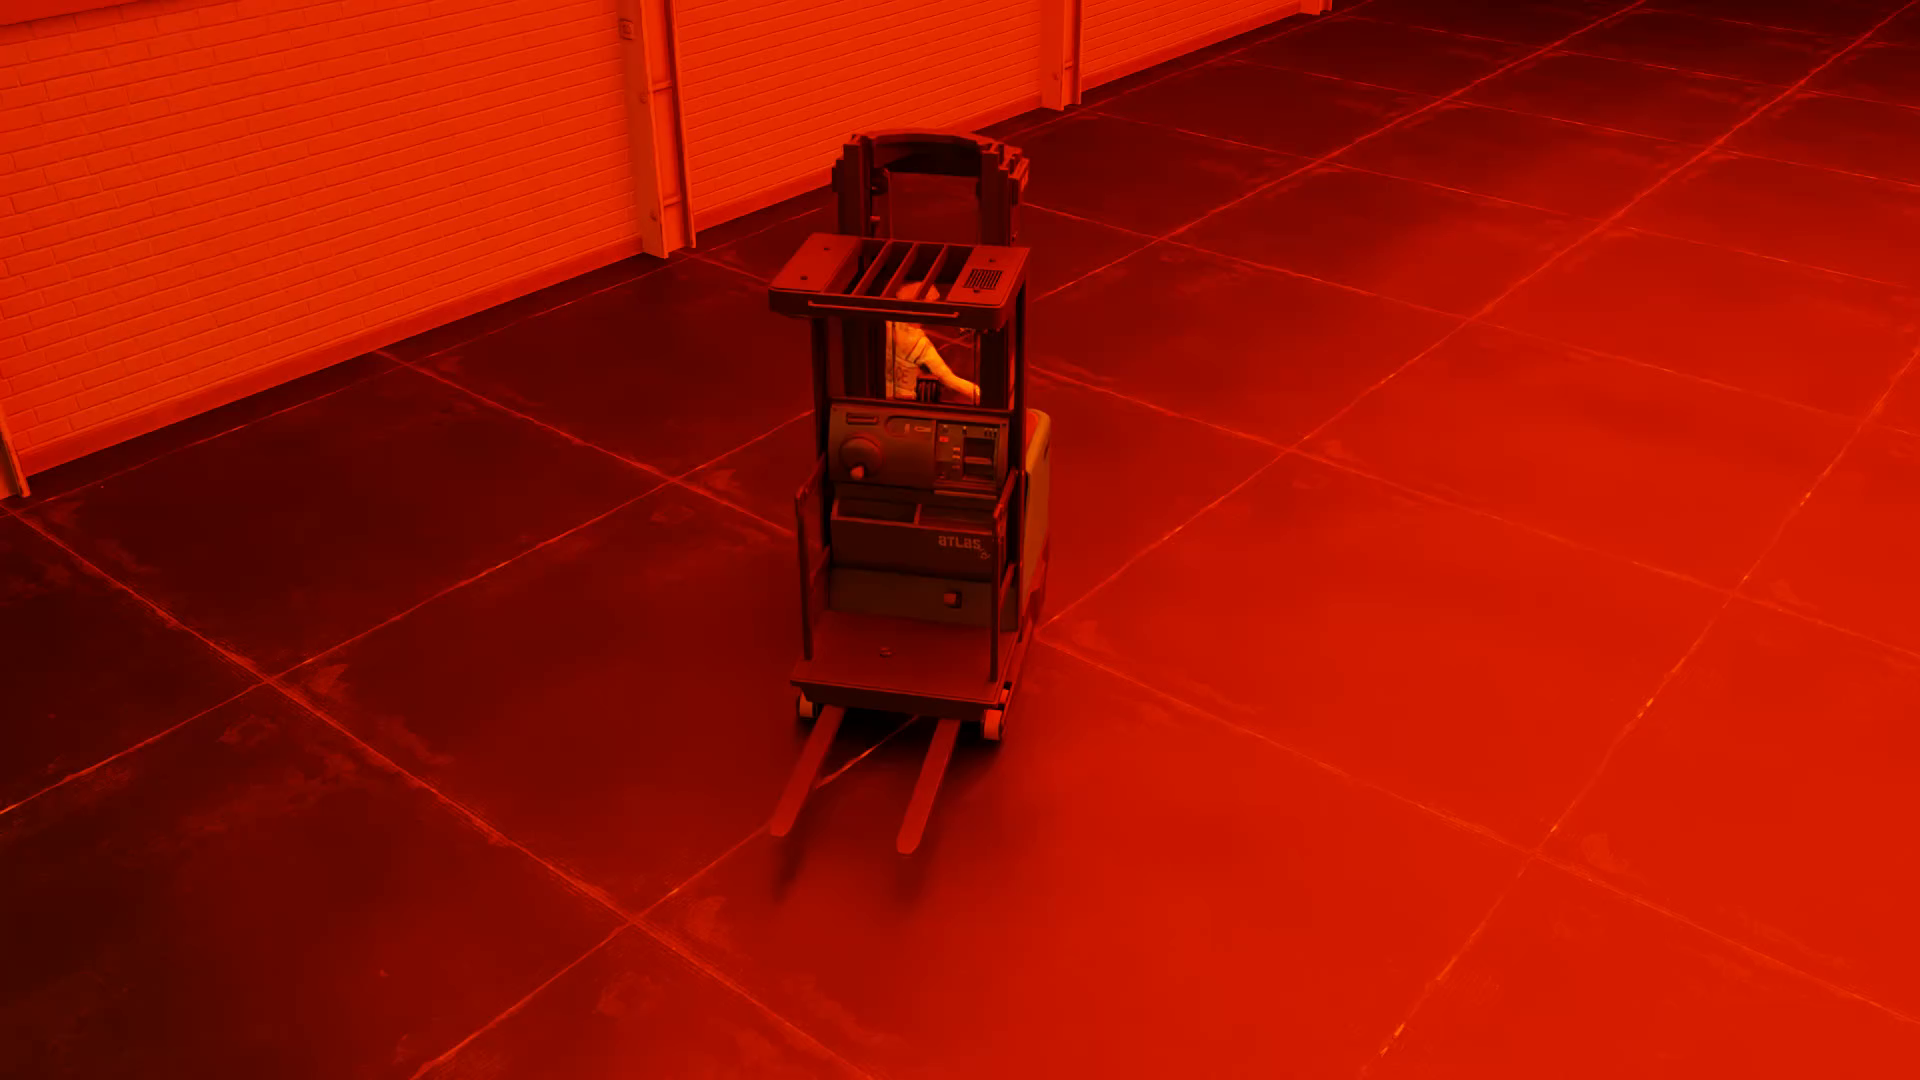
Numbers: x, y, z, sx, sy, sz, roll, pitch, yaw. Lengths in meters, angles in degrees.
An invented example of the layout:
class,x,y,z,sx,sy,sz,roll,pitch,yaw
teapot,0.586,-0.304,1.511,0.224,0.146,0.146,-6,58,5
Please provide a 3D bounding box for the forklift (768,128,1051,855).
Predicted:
class,x,y,z,sx,sy,sz,roll,pitch,yaw
forklift,-0.254,-0.418,8.310,1.130,2.935,3.031,6,31,10

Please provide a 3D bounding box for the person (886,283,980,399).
class,x,y,z,sx,sy,sz,roll,pitch,yaw
person,-0.149,-0.943,10.616,0.629,1.497,0.801,-24,38,-35
